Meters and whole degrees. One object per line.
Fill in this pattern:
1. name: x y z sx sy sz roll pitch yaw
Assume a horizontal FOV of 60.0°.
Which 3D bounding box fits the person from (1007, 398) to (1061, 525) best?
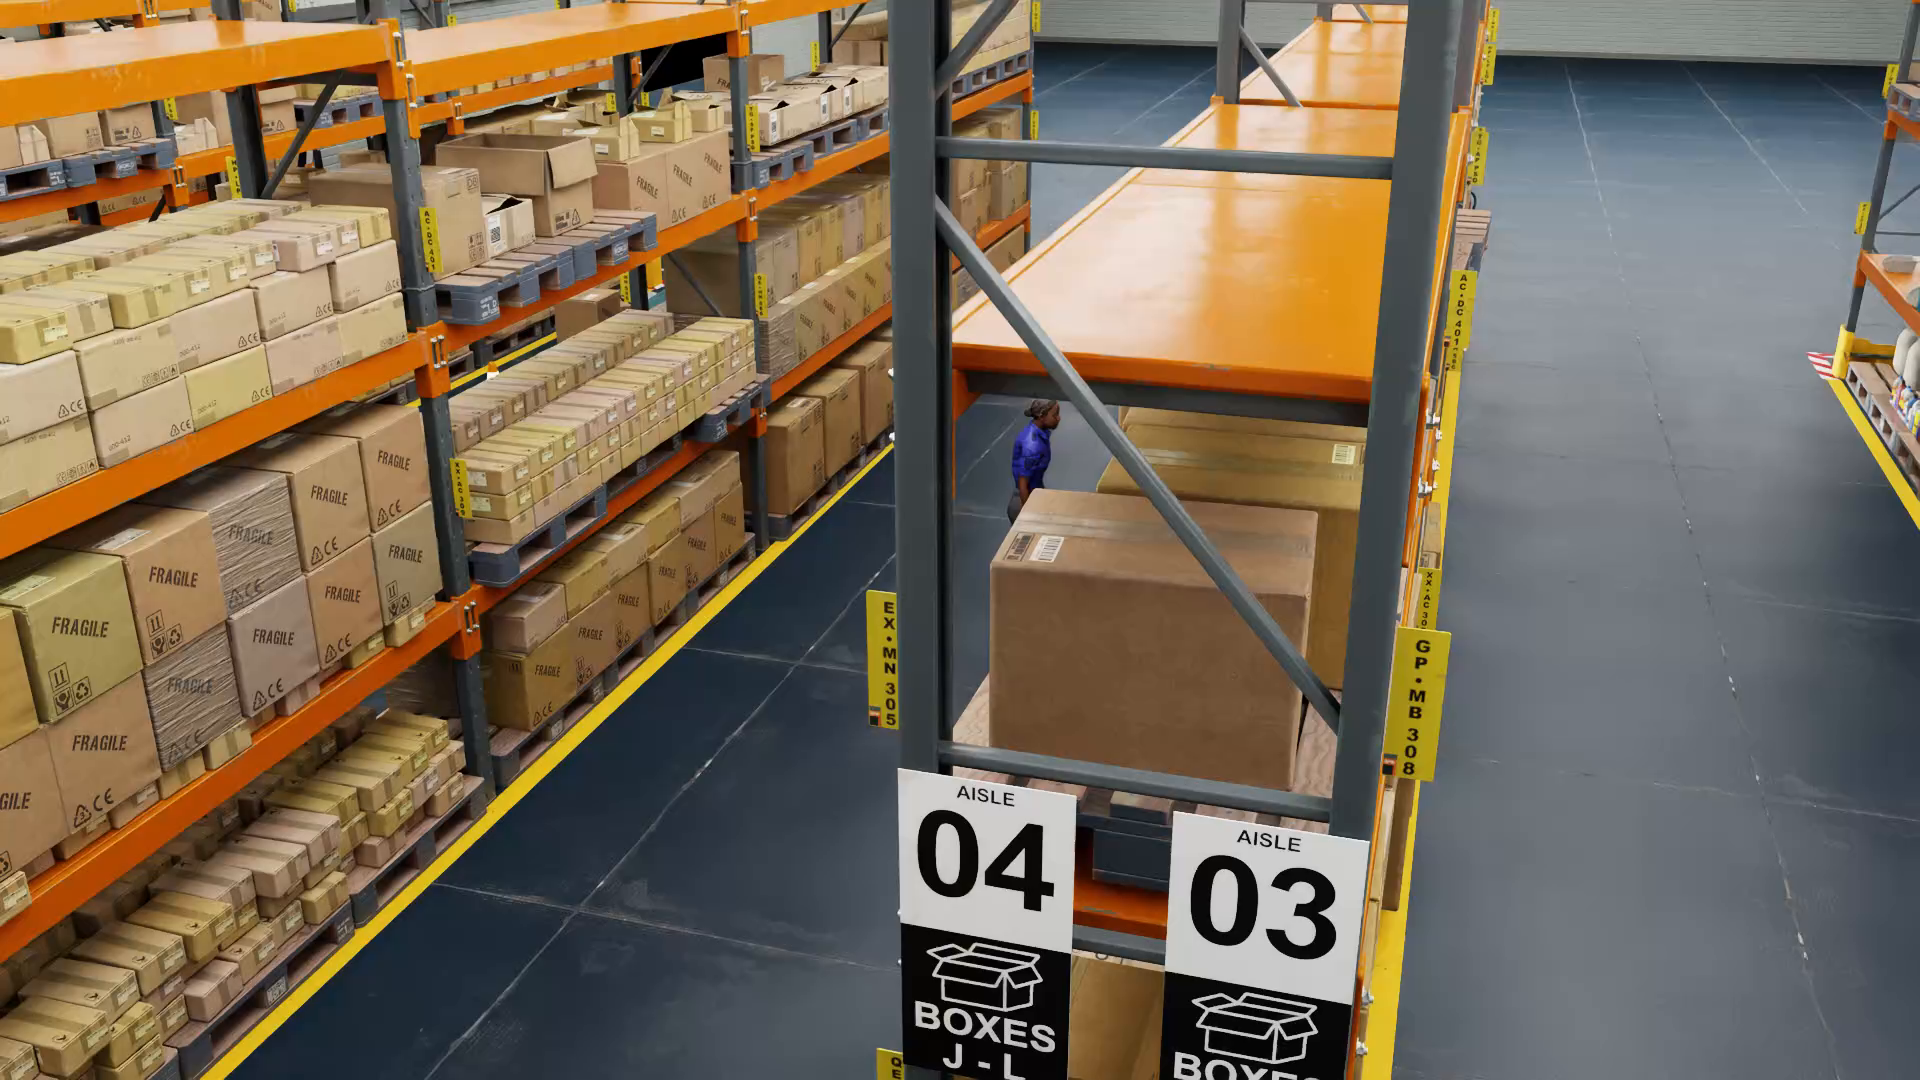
1. person: 0.515 -0.222 11.643 0.347 1.655 0.532 5 23 13
